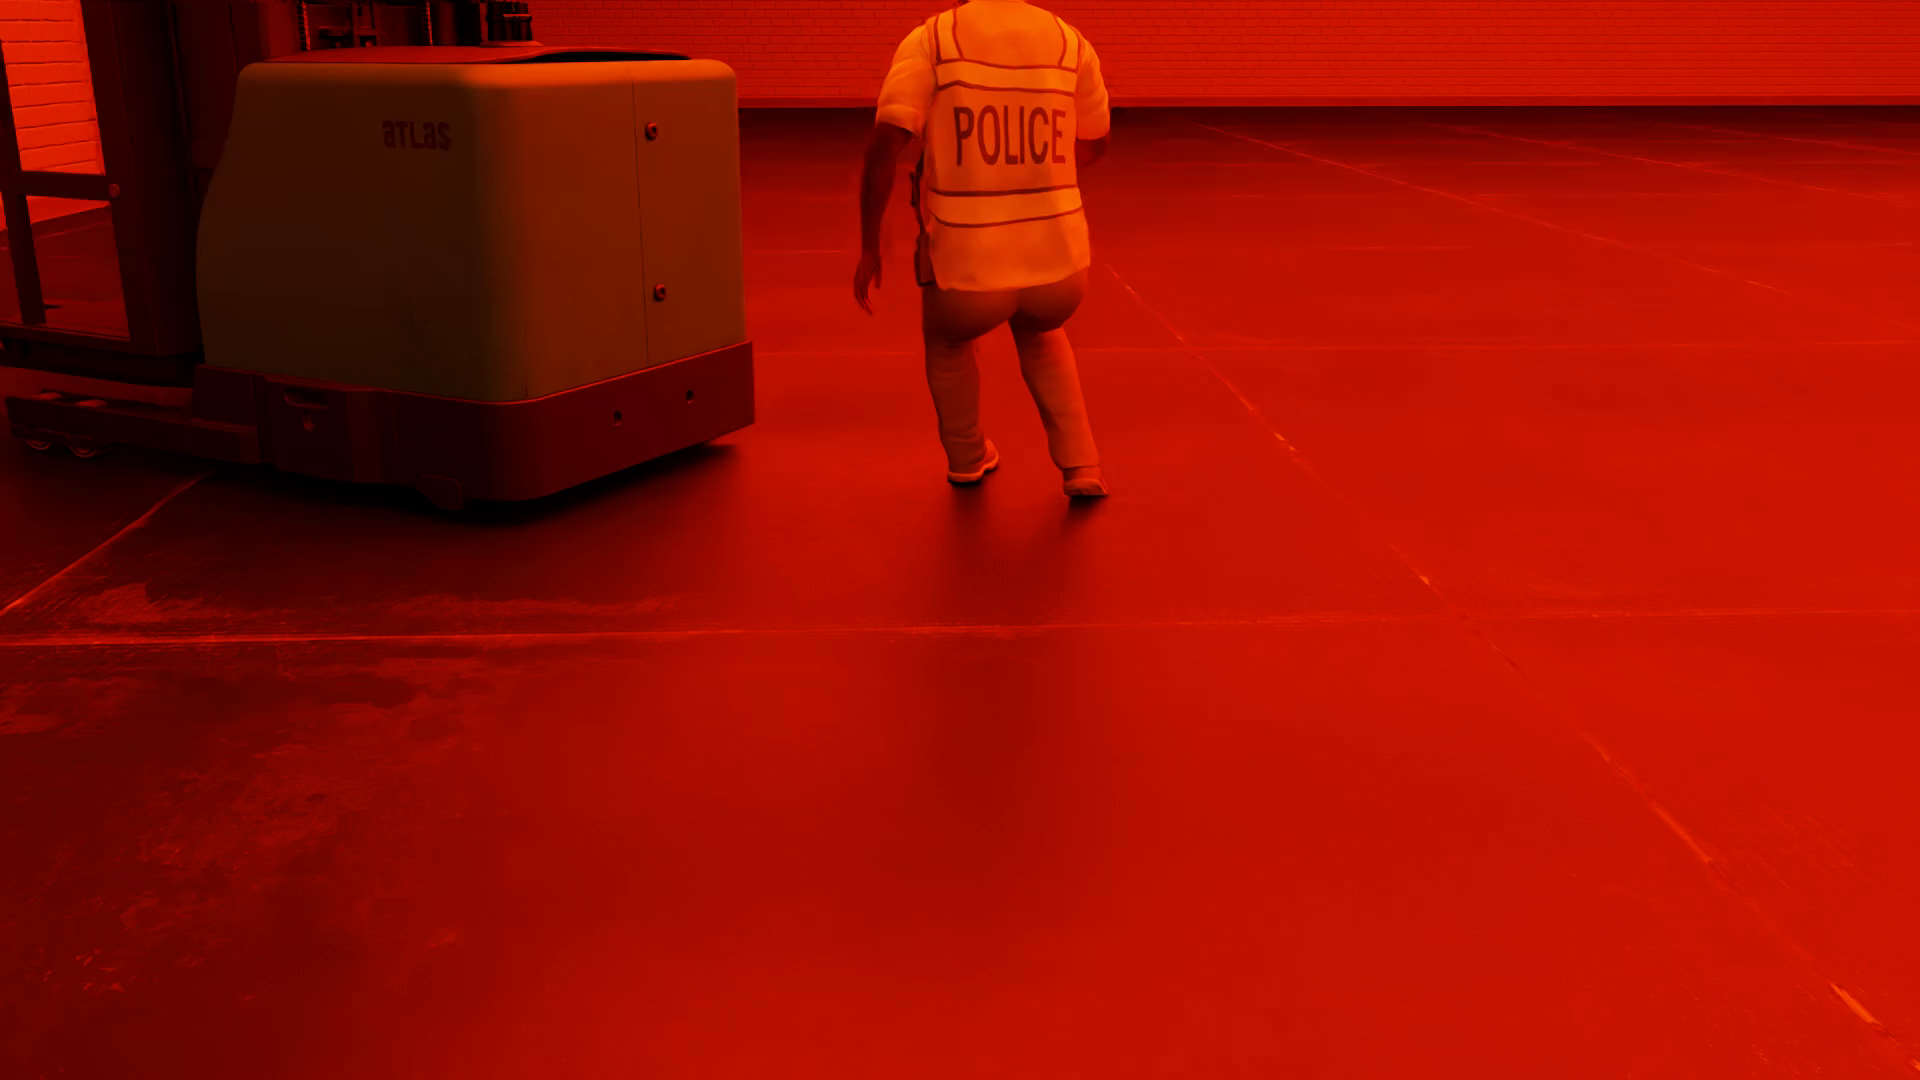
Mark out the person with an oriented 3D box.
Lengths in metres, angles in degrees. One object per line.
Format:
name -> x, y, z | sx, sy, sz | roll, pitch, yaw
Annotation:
person -> 0.062, -0.730, 4.037 | 0.726, 1.462, 0.858 | -5, 18, -15

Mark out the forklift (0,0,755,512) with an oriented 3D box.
forklift -> -2.134, -1.757, 4.650 | 3.031, 2.935, 1.130 | 9, 19, 27
